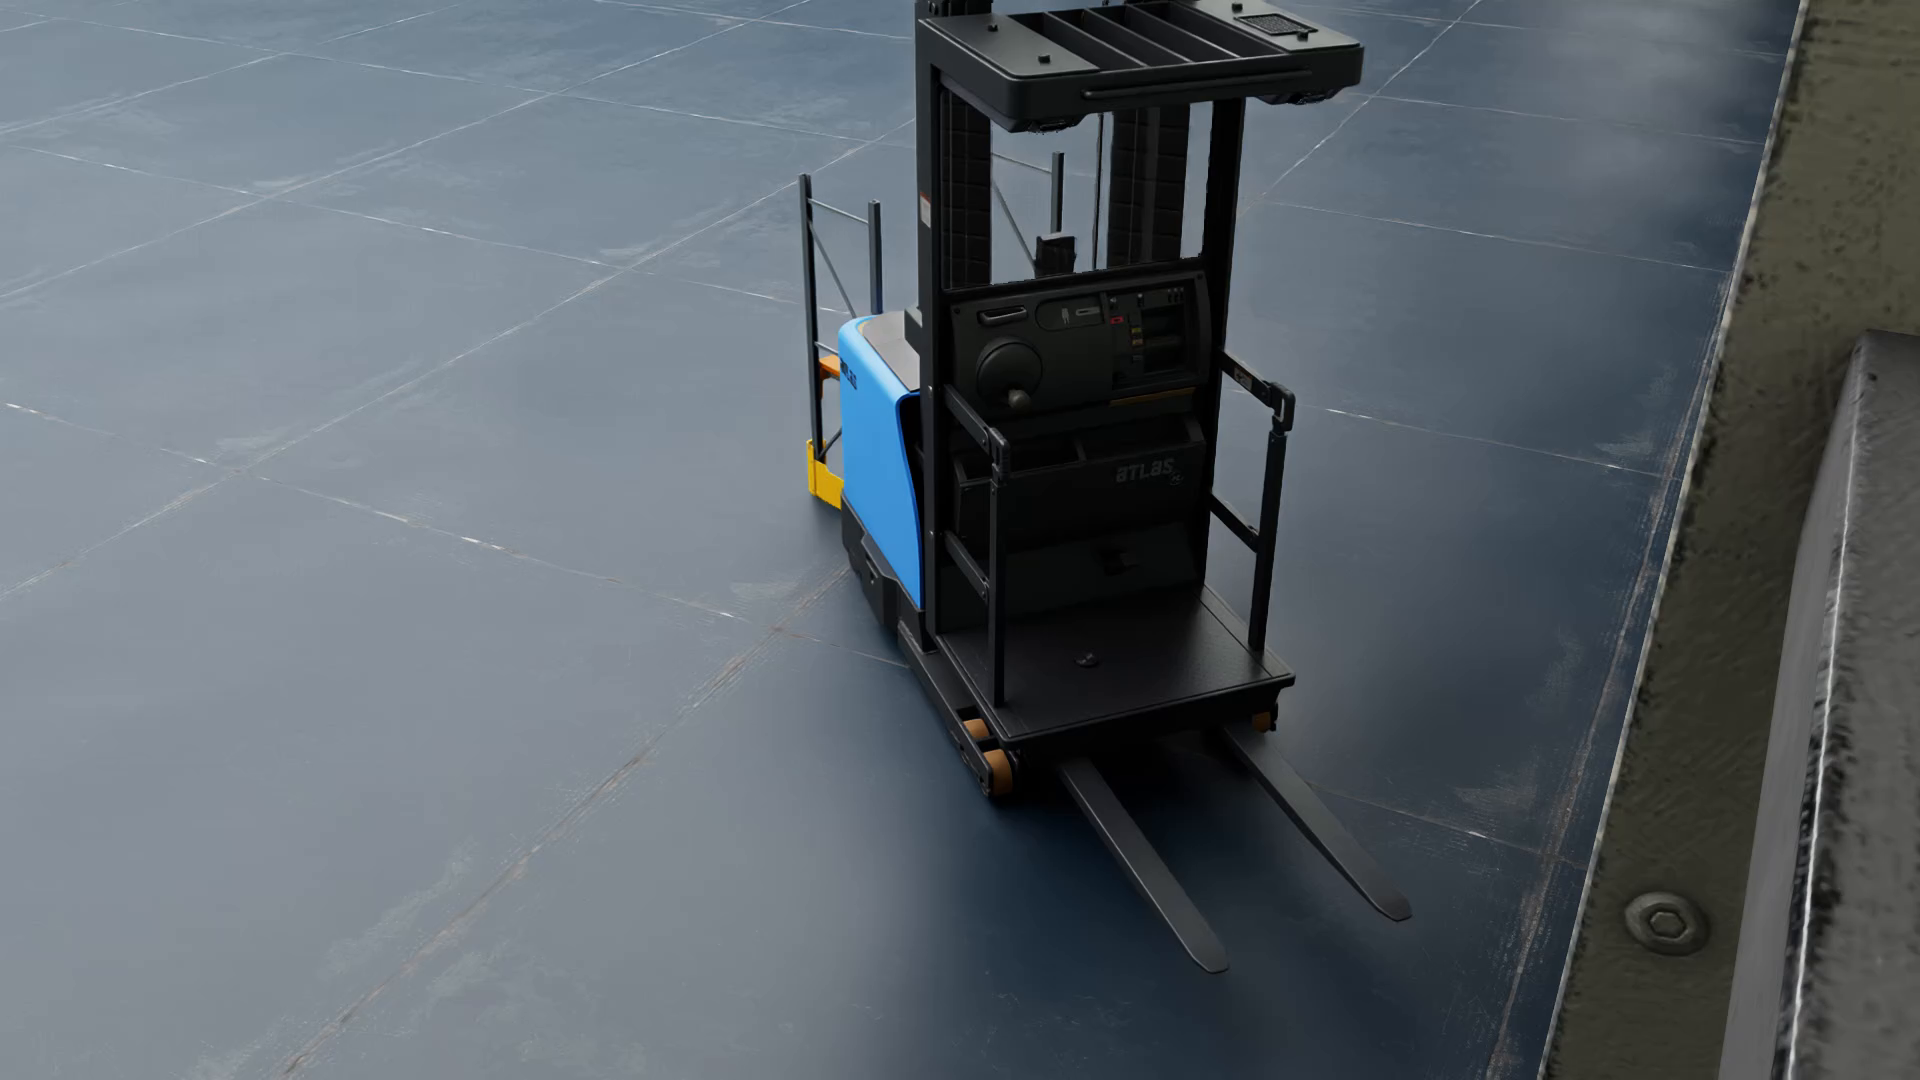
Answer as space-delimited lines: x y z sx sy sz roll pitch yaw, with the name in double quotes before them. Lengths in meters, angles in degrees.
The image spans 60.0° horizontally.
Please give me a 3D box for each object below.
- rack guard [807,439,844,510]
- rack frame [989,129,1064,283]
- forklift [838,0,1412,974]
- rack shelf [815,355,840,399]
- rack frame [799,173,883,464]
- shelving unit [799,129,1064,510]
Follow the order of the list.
"rack guard" -0.477 -0.240 7.429 0.087 0.250 0.587 -24 37 -35
"rack frame" 0.270 -1.111 7.691 0.032 1.500 0.500 -24 37 -35
"forklift" 0.490 -0.619 5.398 1.130 2.935 3.031 -11 32 -18
"rack shelf" -0.111 -0.787 7.488 1.000 0.185 0.538 -24 37 -35
"rack frame" -0.492 -0.775 7.107 0.032 1.500 0.500 -24 37 -35
"shelving unit" -0.104 -0.946 7.404 1.083 1.500 0.587 -24 37 -35
